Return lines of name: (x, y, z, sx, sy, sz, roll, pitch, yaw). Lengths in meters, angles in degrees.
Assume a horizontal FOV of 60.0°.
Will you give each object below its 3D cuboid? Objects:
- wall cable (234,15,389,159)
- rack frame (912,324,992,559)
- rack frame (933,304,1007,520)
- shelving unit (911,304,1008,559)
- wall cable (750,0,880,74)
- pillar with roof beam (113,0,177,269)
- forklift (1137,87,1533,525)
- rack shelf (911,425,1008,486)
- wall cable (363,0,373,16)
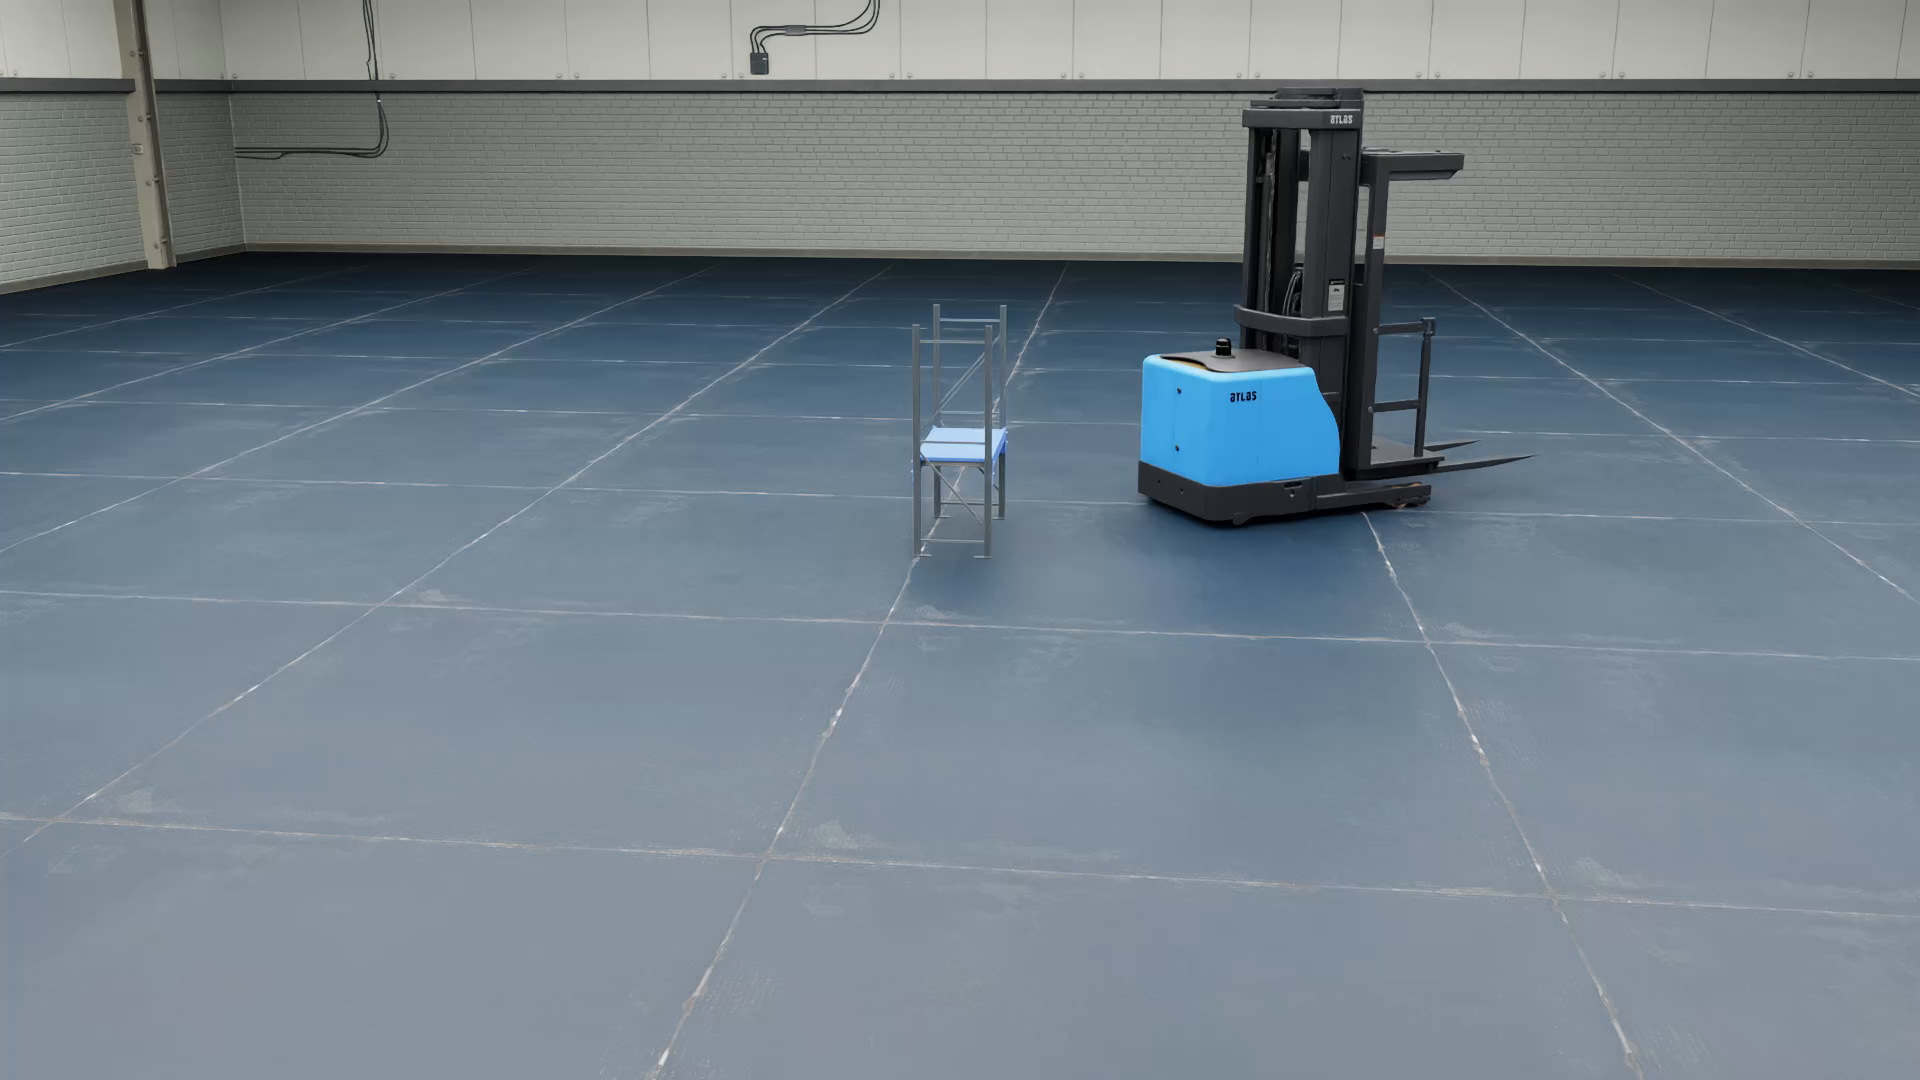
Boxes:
wall cable: (-11.964, -8.218, 30.265, 3.097, 2.526, 0.112, 2, 15, 6)
rack frame: (-0.048, -0.614, 10.561, 0.500, 1.500, 0.032, 2, 15, 6)
rack frame: (0.067, -0.878, 11.536, 0.500, 1.500, 0.032, 2, 15, 6)
shelving unit: (0.010, -0.746, 11.048, 0.538, 1.500, 1.048, 2, 15, 6)
wall cable: (-2.533, -11.075, 28.366, 2.305, 6.003, 0.169, 2, 15, 6)
pillar with roof beam: (-9.332, -8.865, 26.709, 9.100, 9.000, 0.400, 2, 15, 6)
forklift: (2.862, -1.757, 12.043, 3.031, 2.935, 1.130, -7, 17, -24)
rack shelf: (0.010, -0.572, 11.095, 0.538, 0.185, 1.000, 2, 15, 6)
wall cable: (-9.276, -10.577, 29.311, 3.097, 2.526, 0.112, 2, 15, 6)
